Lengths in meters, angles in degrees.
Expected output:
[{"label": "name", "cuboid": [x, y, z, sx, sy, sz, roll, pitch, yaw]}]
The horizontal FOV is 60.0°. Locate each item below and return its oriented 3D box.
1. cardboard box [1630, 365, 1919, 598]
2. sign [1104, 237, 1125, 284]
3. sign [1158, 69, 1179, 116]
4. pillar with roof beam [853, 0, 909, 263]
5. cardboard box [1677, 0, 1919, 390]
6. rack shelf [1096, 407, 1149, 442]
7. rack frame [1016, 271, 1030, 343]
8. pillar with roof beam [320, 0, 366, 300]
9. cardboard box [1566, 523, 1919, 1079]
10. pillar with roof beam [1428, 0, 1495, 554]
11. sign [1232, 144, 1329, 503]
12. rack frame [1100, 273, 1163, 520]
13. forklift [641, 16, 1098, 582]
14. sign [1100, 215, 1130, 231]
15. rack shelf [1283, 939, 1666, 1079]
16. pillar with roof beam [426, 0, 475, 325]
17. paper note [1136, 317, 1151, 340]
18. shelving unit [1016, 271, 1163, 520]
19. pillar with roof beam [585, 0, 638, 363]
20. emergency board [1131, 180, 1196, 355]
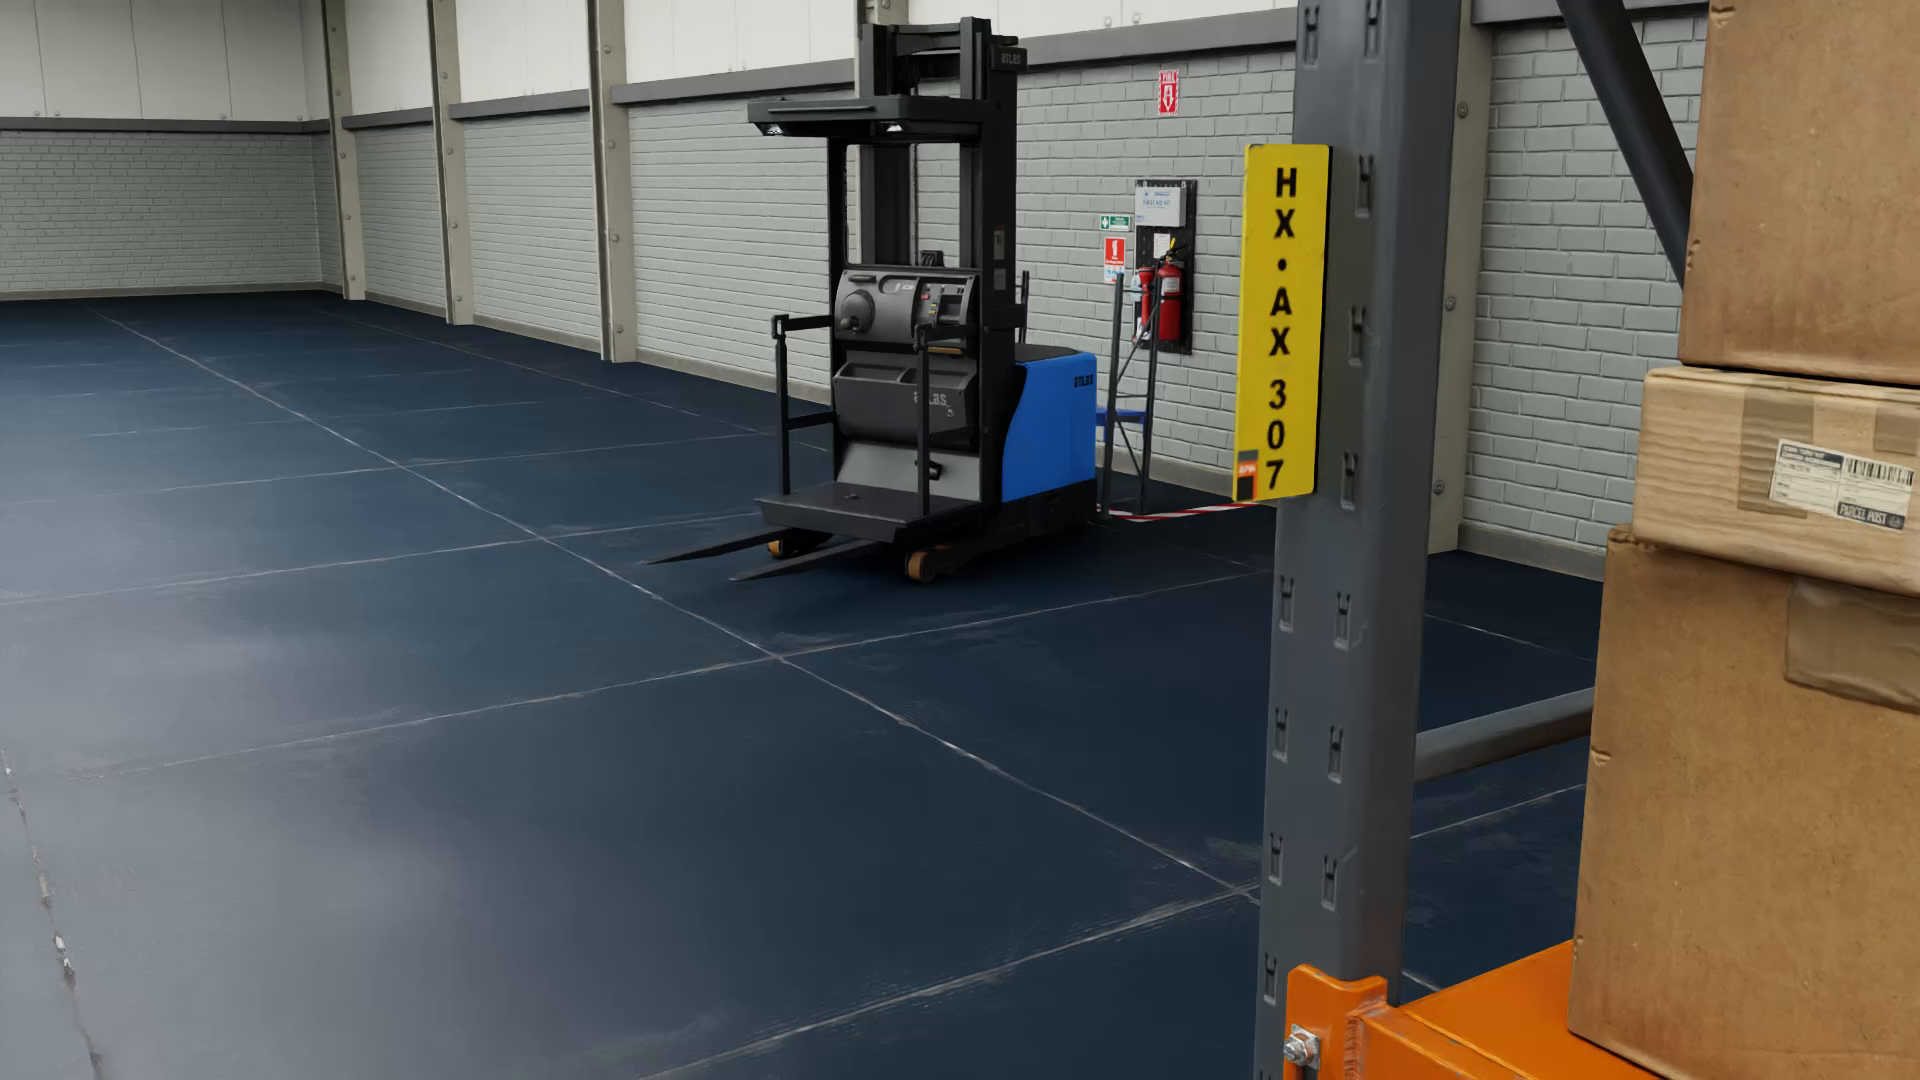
[{"label": "cardboard box", "cuboid": [0.800, -0.072, 1.419, 0.380, 0.149, 0.250, -8, 15, -33]}, {"label": "sign", "cuboid": [1.109, -2.006, 11.929, 0.001, 0.329, 0.234, -8, 15, -33]}, {"label": "sign", "cuboid": [1.408, -3.024, 11.241, 0.001, 0.298, 0.199, -8, 15, -33]}, {"label": "pillar with roof beam", "cuboid": [-4.241, -4.922, 11.306, 9.100, 9.000, 0.400, -8, 15, -33]}, {"label": "cardboard box", "cuboid": [1.039, -0.391, 1.356, 0.700, 0.500, 0.500, -8, 15, -33]}, {"label": "rack shelf", "cuboid": [0.654, -0.778, 10.658, 1.000, 0.185, 0.538, 9, 10, 36]}, {"label": "rack frame", "cuboid": [0.260, -1.021, 10.934, 0.032, 1.500, 0.500, 9, 10, 36]}, {"label": "pillar with roof beam", "cuboid": [-14.214, -8.123, 25.945, 9.100, 9.000, 0.400, -8, 15, -33]}, {"label": "cardboard box", "cuboid": [1.010, 0.234, 1.537, 0.700, 0.500, 0.500, -8, 15, -33]}, {"label": "pillar with roof beam", "cuboid": [-0.917, -3.855, 6.426, 9.100, 9.000, 0.400, -8, 15, -33]}, {"label": "sign", "cuboid": [0.296, -0.199, 1.538, 0.100, 0.325, 0.005, -8, 15, -33]}, {"label": "rack frame", "cuboid": [1.067, -0.889, 10.330, 0.032, 1.500, 0.500, 9, 10, 36]}, {"label": "forklift", "cuboid": [-0.435, -1.324, 9.056, 1.130, 2.935, 3.031, 9, 15, 35]}, {"label": "sign", "cuboid": [1.104, -2.263, 11.864, 0.001, 0.109, 0.331, -8, 15, -33]}, {"label": "rack shelf", "cuboid": [1.870, 0.905, 0.385, 1.077, 0.370, 4.000, -8, 15, -33]}, {"label": "pillar with roof beam", "cuboid": [-10.889, -7.056, 21.065, 9.100, 9.000, 0.400, -8, 15, -33]}, {"label": "paper note", "cuboid": [1.289, -1.487, 11.703, 0.016, 0.148, 0.142, -8, 15, -33]}, {"label": "shelving unit", "cuboid": [0.663, -0.955, 10.632, 1.048, 1.500, 0.538, 9, 10, 36]}, {"label": "pillar with roof beam", "cuboid": [-7.565, -5.989, 16.185, 9.100, 9.000, 0.400, -8, 15, -33]}, {"label": "emergency board", "cuboid": [1.330, -1.878, 11.428, 0.194, 1.169, 0.643, -8, 15, -33]}]
